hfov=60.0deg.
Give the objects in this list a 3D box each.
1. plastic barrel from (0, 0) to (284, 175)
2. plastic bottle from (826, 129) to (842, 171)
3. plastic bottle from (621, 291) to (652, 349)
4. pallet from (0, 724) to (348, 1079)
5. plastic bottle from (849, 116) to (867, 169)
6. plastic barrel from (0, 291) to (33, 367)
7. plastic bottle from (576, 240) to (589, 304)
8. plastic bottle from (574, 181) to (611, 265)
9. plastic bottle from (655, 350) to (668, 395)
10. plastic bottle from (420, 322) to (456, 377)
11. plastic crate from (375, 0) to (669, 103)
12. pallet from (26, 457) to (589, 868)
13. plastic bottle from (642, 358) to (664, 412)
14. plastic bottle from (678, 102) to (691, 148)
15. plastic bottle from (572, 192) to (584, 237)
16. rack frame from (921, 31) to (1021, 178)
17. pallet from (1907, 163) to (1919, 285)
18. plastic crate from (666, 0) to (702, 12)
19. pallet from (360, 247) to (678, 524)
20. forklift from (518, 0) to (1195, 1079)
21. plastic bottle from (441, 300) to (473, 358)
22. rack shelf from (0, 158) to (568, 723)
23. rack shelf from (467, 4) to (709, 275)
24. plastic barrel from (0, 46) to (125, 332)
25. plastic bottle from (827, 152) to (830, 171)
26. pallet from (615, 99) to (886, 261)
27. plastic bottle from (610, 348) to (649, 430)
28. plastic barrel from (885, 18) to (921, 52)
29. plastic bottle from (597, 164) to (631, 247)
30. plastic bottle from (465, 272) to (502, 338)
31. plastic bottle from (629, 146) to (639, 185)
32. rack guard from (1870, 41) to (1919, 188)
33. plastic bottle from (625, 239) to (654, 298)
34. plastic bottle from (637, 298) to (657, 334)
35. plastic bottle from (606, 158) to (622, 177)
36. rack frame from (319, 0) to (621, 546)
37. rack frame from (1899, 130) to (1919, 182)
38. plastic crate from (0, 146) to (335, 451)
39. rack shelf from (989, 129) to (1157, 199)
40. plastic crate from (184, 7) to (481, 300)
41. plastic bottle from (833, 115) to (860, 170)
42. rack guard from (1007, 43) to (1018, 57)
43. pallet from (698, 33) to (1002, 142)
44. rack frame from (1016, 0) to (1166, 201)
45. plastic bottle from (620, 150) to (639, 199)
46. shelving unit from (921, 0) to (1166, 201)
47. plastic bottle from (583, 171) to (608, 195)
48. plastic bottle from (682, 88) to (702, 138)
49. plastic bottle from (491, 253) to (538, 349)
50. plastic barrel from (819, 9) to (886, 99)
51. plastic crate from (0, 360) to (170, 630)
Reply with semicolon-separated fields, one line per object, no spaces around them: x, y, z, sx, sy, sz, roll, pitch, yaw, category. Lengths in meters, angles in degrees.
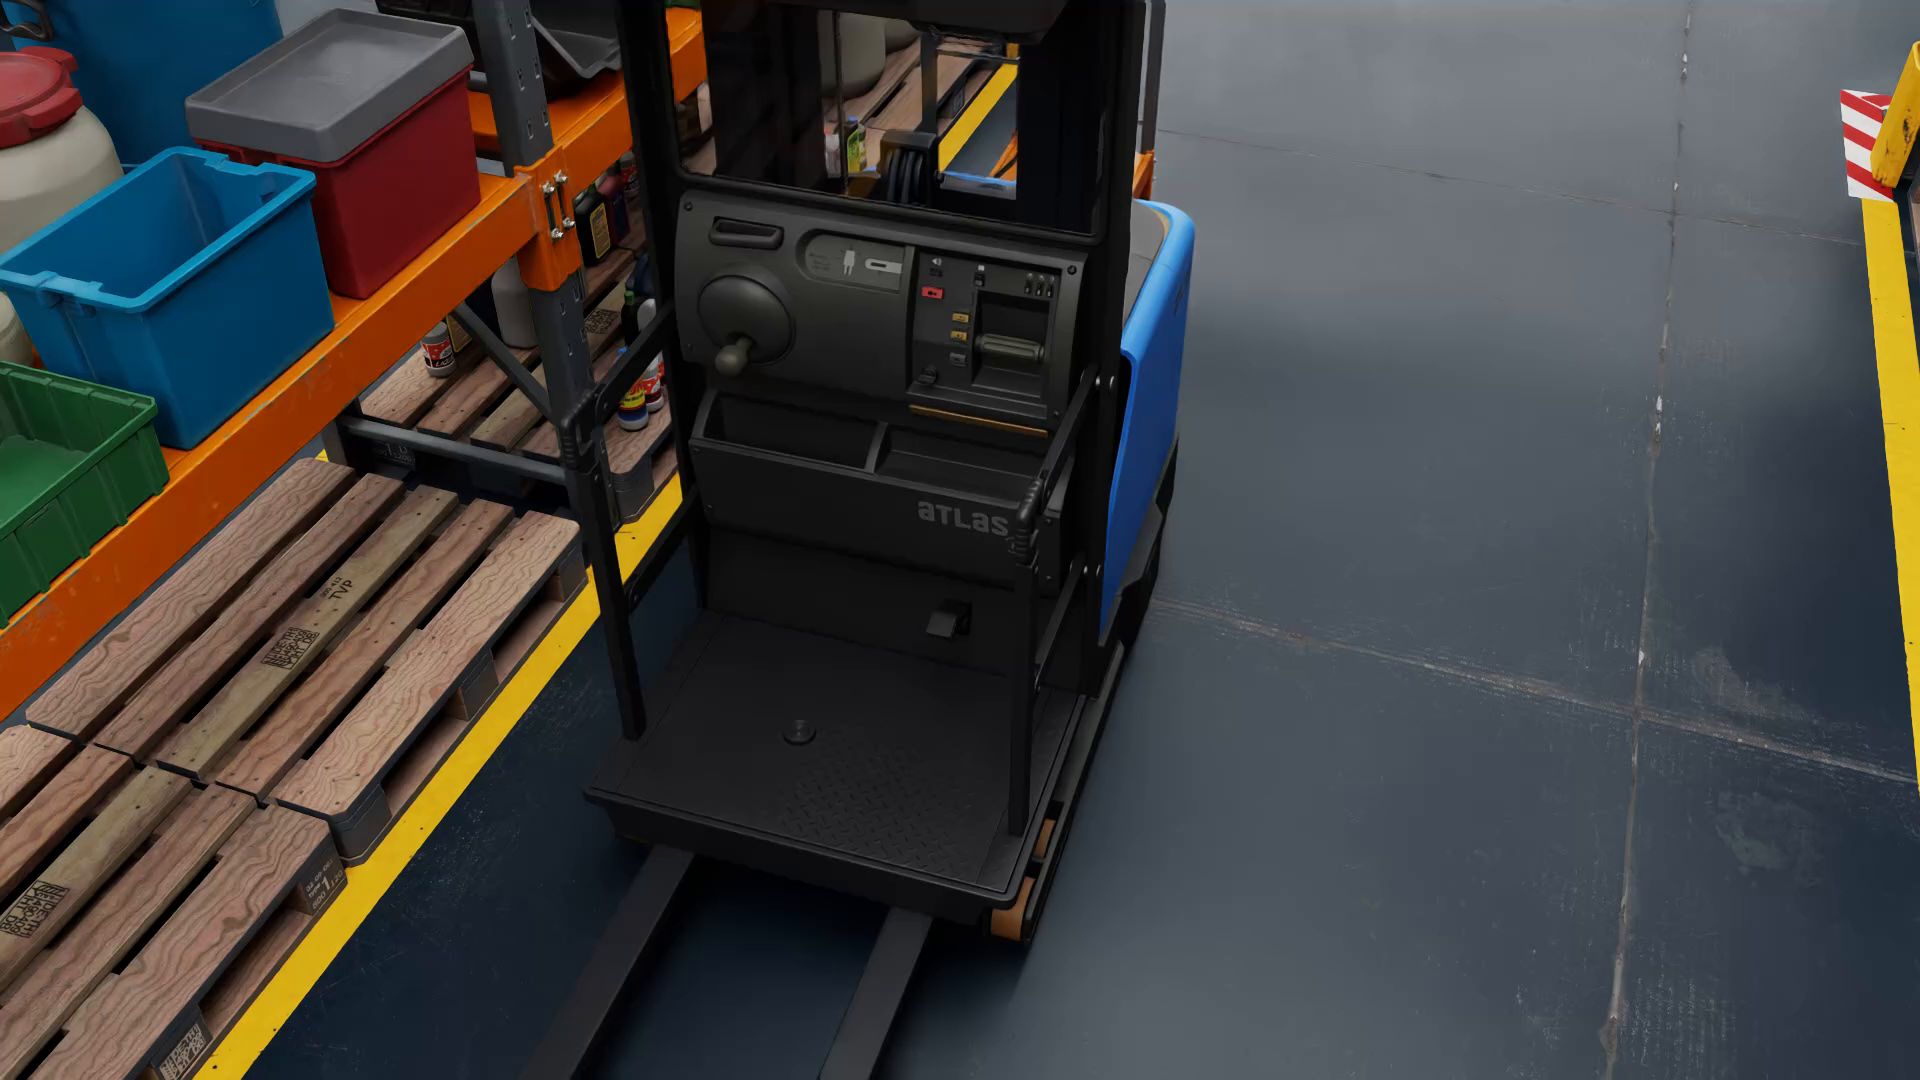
-1.989;-1.282;4.056;0.600;0.901;0.708;13;42;15;plastic barrel
-0.532;-1.466;6.417;0.152;0.276;0.135;14;42;15;plastic bottle
-1.067;-0.718;5.534;0.061;0.283;0.133;13;42;15;plastic bottle
-2.220;1.035;3.874;1.003;0.211;1.213;13;42;15;pallet
-0.421;-1.585;6.614;0.097;0.201;0.097;0;40;0;plastic bottle
-2.169;-0.434;3.555;0.301;0.262;0.301;0;40;0;plastic barrel
-1.410;-0.948;5.809;0.152;0.276;0.135;13;42;15;plastic bottle
-1.342;-1.158;6.050;0.061;0.283;0.133;13;42;15;plastic bottle
-0.982;-0.584;5.441;0.097;0.201;0.097;0;40;0;plastic bottle
-1.741;-0.653;5.522;0.097;0.201;0.097;0;40;0;plastic bottle
-1.274;-1.528;4.777;0.767;0.338;0.504;13;42;15;plastic crate
-1.804;0.288;4.750;1.003;0.211;1.213;13;42;15;pallet
-1.017;-0.522;5.368;0.097;0.201;0.097;0;40;0;plastic bottle
-1.153;-1.703;6.752;0.097;0.201;0.097;0;40;0;plastic bottle
-1.447;-1.191;6.036;0.144;0.351;0.185;13;42;15;plastic bottle
0.132;-0.865;5.108;0.500;1.500;0.032;12;42;13;rack frame
4.227;-1.062;6.332;1.003;0.211;1.213;13;42;15;pallet
-0.843;-1.945;5.382;0.450;0.188;0.662;13;42;15;plastic crate
-1.303;-0.600;5.790;1.003;0.211;1.213;13;42;15;pallet
-0.254;-0.428;3.493;1.130;2.935;3.031;12;42;13;forklift
-1.718;-0.761;5.585;0.061;0.283;0.133;15;43;17;plastic bottle
-2.256;0.233;3.220;1.077;0.370;4.000;13;42;15;rack shelf
-0.888;-2.206;6.079;1.077;0.370;4.000;13;42;15;rack shelf
-2.106;-0.777;3.745;0.433;0.535;0.433;0;40;0;plastic barrel
-0.580;-1.381;6.318;0.152;0.276;0.135;12;42;14;plastic bottle
-0.888;-1.346;6.665;1.003;0.211;1.213;13;42;15;pallet
-1.051;-0.487;5.272;0.097;0.271;0.097;0;40;0;plastic bottle
-0.358;-2.495;7.456;0.421;0.512;0.421;0;40;0;plastic barrel
-1.287;-1.240;6.146;0.061;0.283;0.133;13;42;15;plastic bottle
-1.623;-0.877;5.668;0.144;0.351;0.185;12;42;14;plastic bottle
-1.269;-1.523;6.487;0.097;0.271;0.097;0;40;0;plastic bottle
4.457;-1.662;6.813;1.175;0.500;0.348;13;42;15;rack guard
-1.042;-0.852;5.640;0.144;0.351;0.185;13;42;15;plastic bottle
-0.967;-0.692;5.509;0.152;0.276;0.135;15;43;17;plastic bottle
-1.338;-1.399;6.342;0.097;0.271;0.097;0;40;0;plastic bottle
-1.572;-1.260;4.416;1.000;3.000;0.127;13;42;15;rack frame
4.449;-2.598;5.984;1.000;3.000;0.127;13;42;15;rack frame
-1.657;-0.512;3.552;0.392;0.384;0.575;13;42;15;plastic crate
0.287;-1.042;5.593;0.538;0.185;1.000;12;42;13;rack shelf
-1.450;-0.921;3.969;0.402;0.464;0.583;13;42;15;plastic crate
-0.443;-1.541;6.499;0.061;0.283;0.133;14;43;16;plastic bottle
-0.186;-2.692;8.020;1.175;0.500;0.348;13;42;15;rack guard
-0.469;-2.088;7.535;1.003;0.211;1.213;13;42;15;pallet
0.442;-1.493;5.845;0.500;1.500;0.032;12;42;13;rack frame
-1.303;-1.436;6.439;0.097;0.201;0.097;0;40;0;plastic bottle
0.284;-1.173;5.470;0.587;1.500;1.083;12;42;13;shelving unit
-1.388;-1.260;6.176;0.152;0.276;0.135;14;42;16;plastic bottle
-1.117;-1.793;6.803;0.097;0.271;0.097;0;40;0;plastic bottle
-1.487;-0.845;5.631;0.144;0.351;0.185;13;42;15;plastic bottle
-0.529;-2.189;7.098;0.421;0.512;0.421;0;40;0;plastic barrel
-1.903;-0.055;3.166;0.450;0.188;0.662;13;42;15;plastic crate
